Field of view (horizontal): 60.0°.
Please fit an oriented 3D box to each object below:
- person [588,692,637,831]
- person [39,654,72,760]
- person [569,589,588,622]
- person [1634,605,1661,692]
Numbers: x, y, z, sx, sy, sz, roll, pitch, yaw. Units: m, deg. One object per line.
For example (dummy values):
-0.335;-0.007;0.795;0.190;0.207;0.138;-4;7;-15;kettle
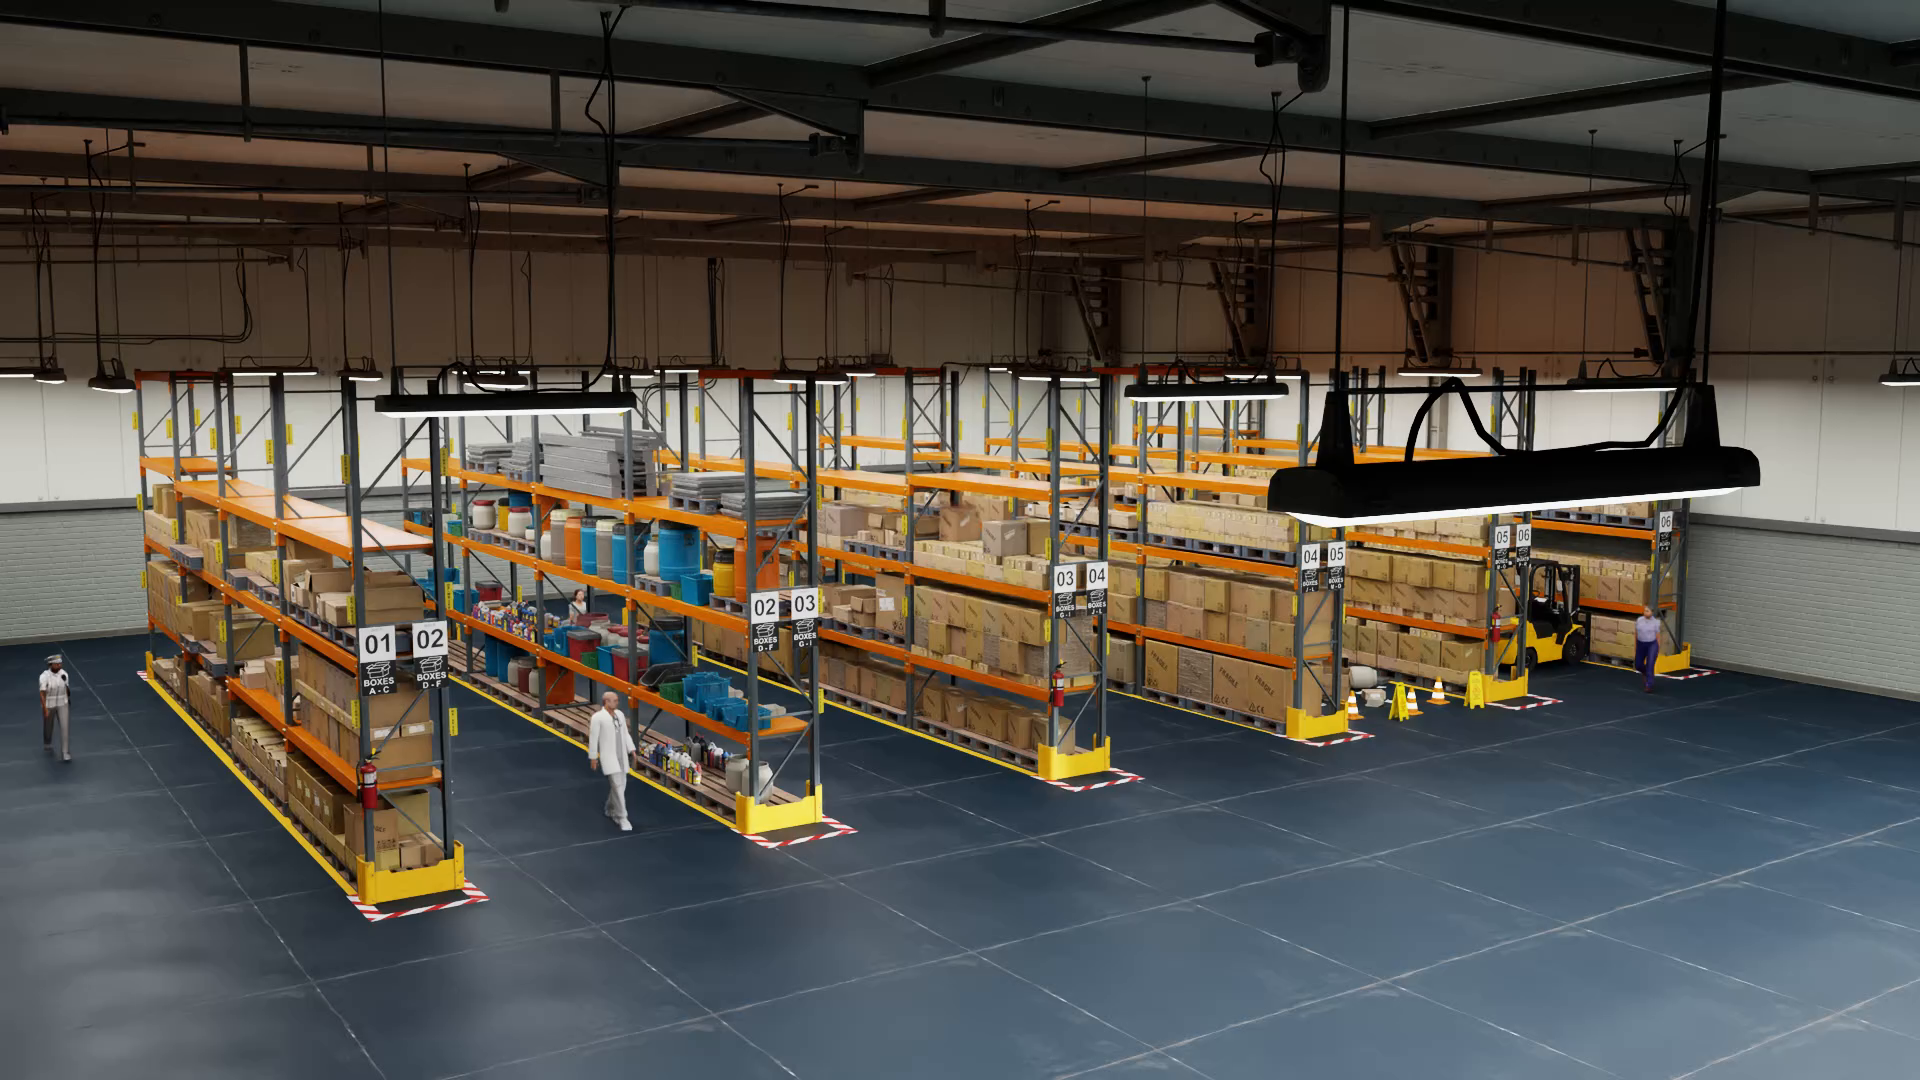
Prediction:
-4.590;2.957;22.346;0.756;1.812;0.617;4;8;33;person
-14.134;2.574;25.975;0.431;1.618;1.045;-4;8;-34;person
-7.592;1.777;33.180;0.468;1.612;1.082;-5;8;-37;person
12.919;2.047;31.225;0.482;1.511;0.752;5;8;38;person
